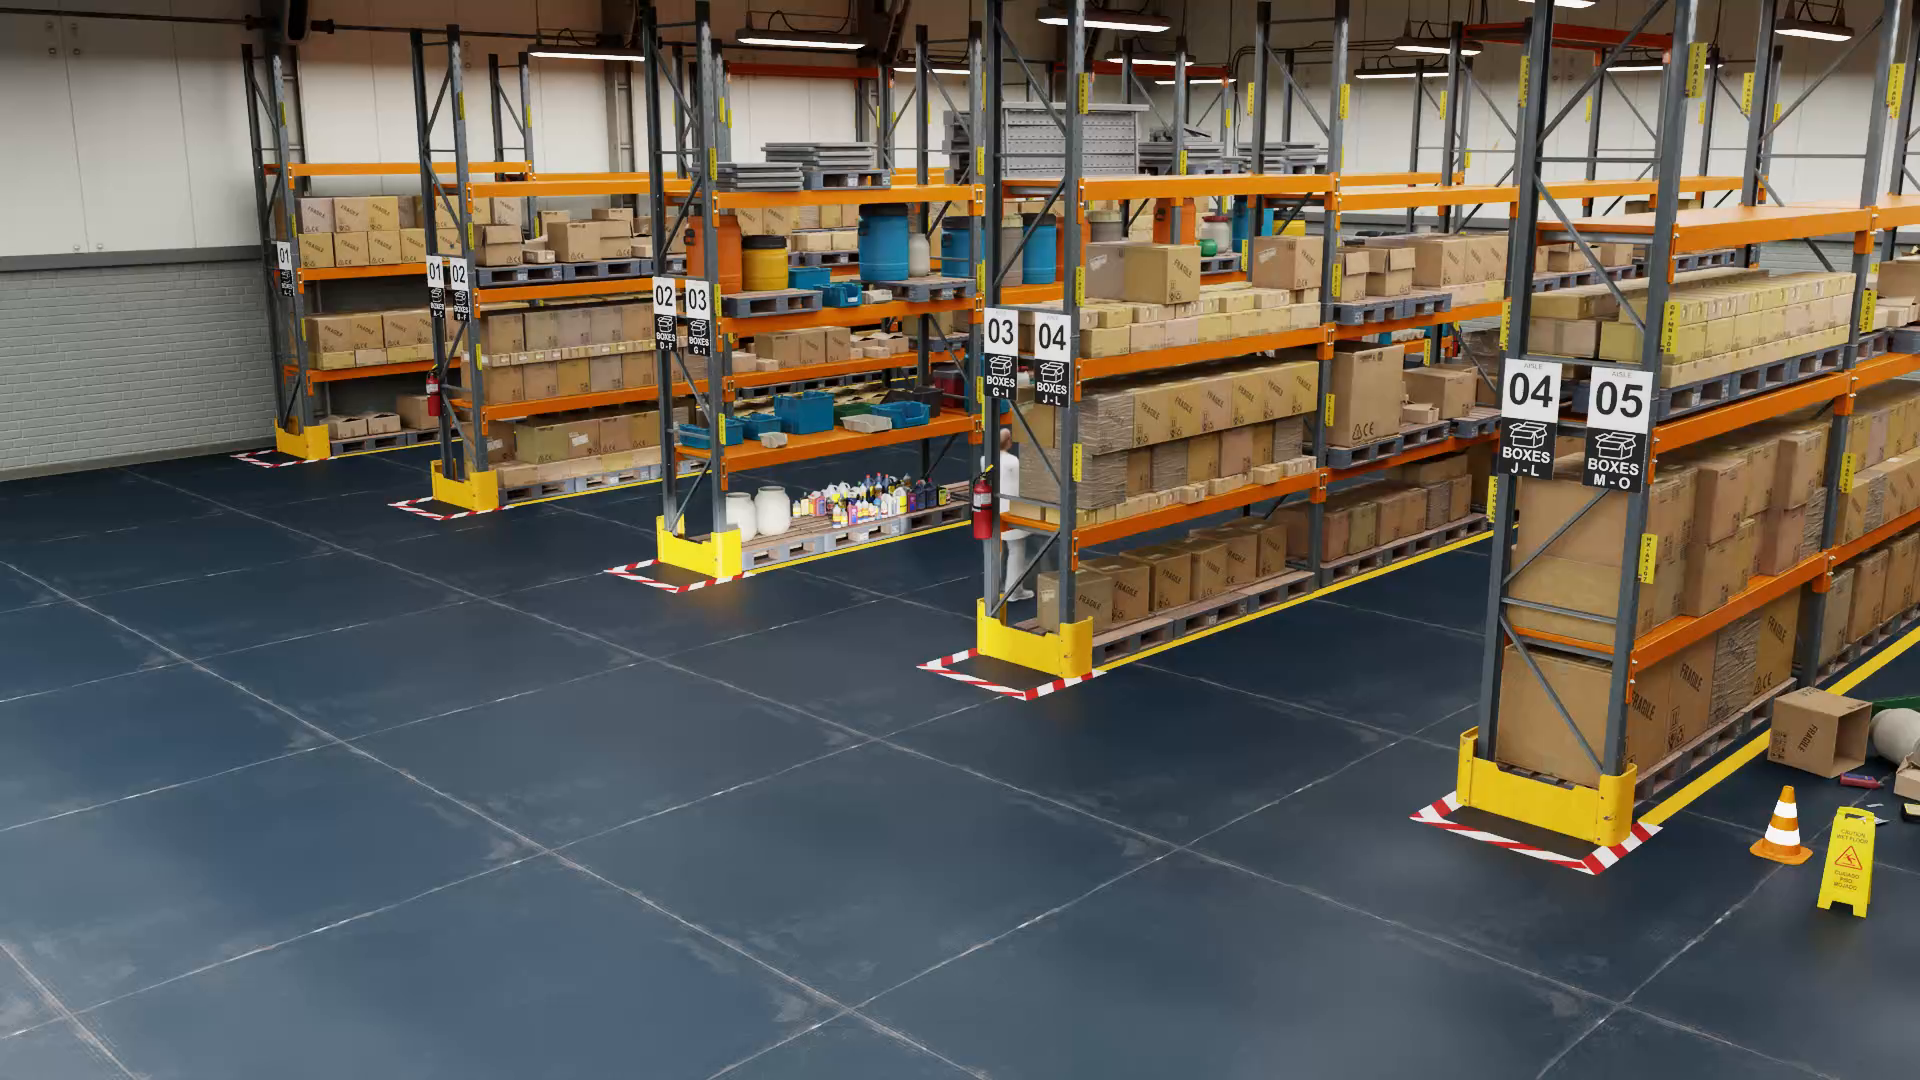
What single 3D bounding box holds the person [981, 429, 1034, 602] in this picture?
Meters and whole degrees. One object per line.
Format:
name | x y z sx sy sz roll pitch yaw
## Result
person | 0.516 -0.279 17.169 0.566 1.782 0.499 12 18 42
